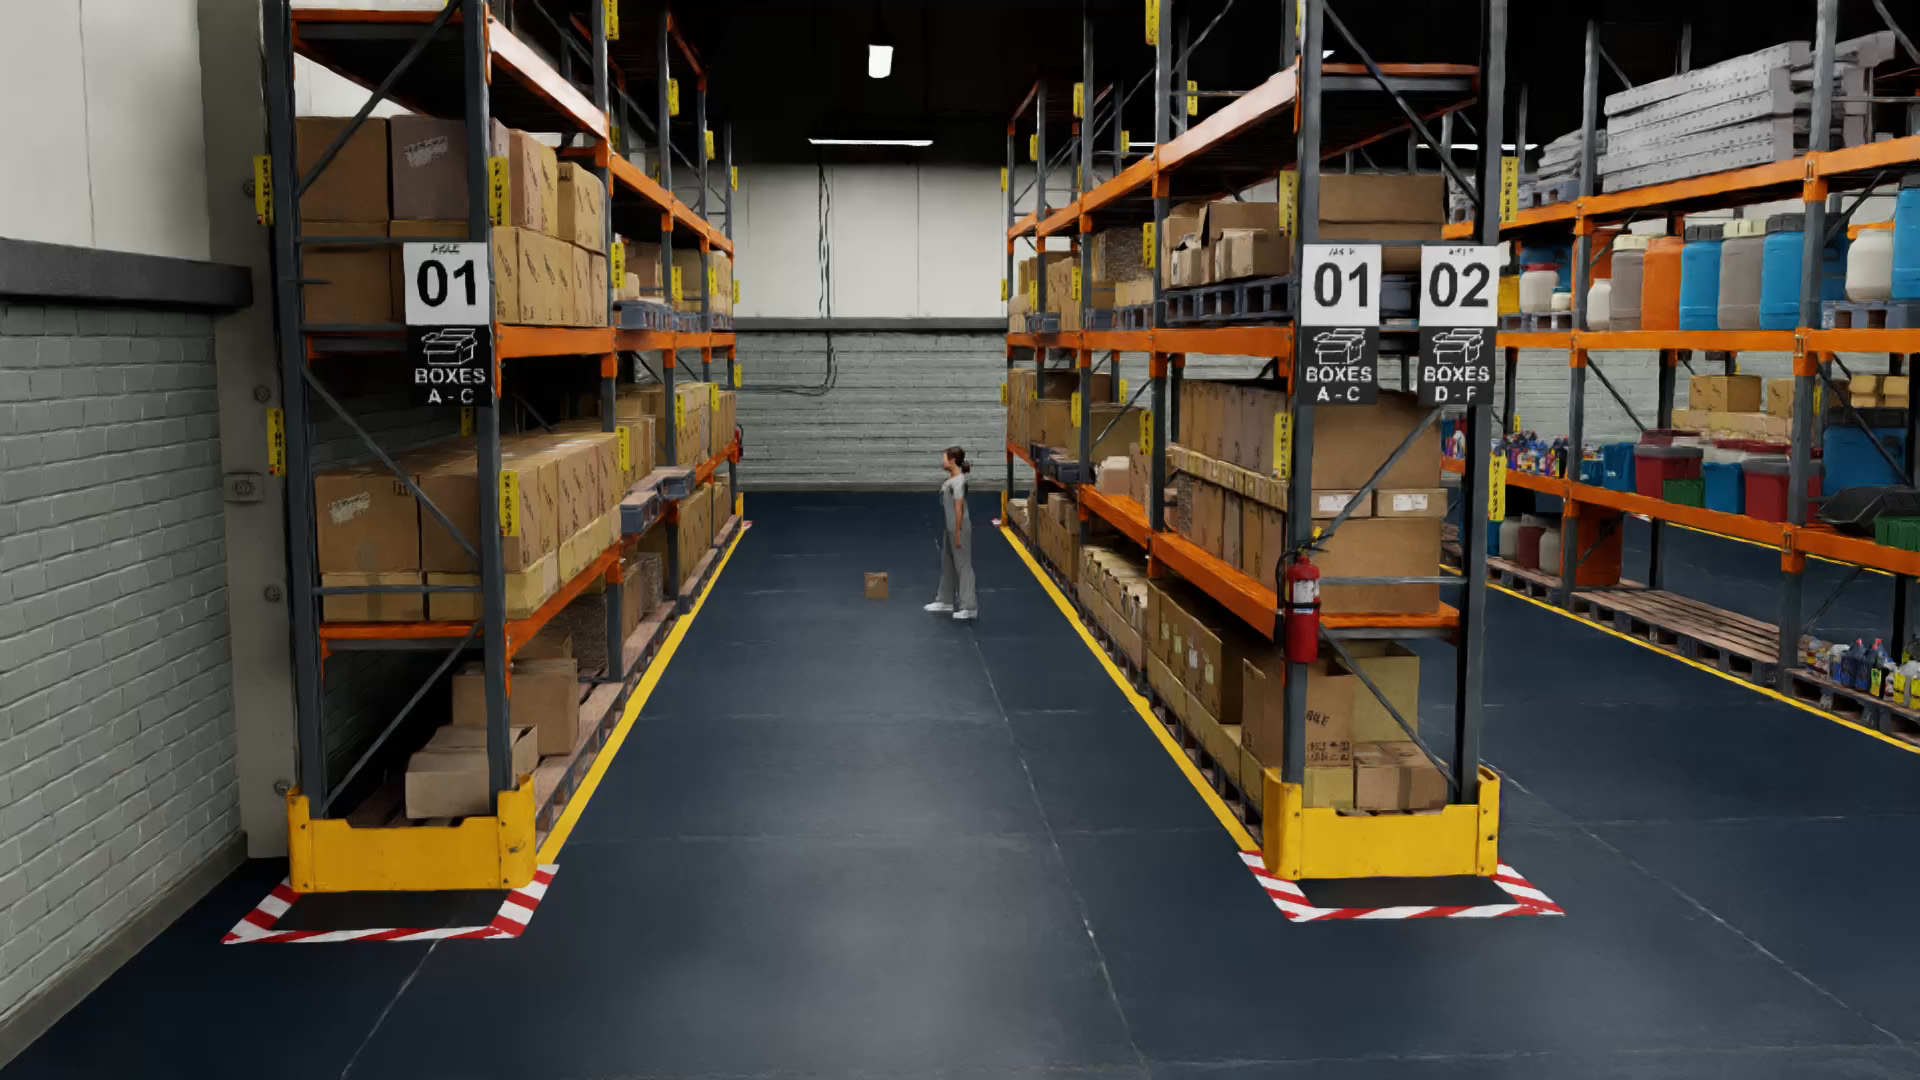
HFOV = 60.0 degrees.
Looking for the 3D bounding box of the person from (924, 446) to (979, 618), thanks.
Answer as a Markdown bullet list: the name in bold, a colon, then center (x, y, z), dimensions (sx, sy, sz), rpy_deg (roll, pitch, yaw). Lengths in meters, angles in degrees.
- **person**: center (-0.086, -0.093, 16.307), dimensions (0.517, 1.673, 0.616), rpy_deg (-1, 7, -8)
